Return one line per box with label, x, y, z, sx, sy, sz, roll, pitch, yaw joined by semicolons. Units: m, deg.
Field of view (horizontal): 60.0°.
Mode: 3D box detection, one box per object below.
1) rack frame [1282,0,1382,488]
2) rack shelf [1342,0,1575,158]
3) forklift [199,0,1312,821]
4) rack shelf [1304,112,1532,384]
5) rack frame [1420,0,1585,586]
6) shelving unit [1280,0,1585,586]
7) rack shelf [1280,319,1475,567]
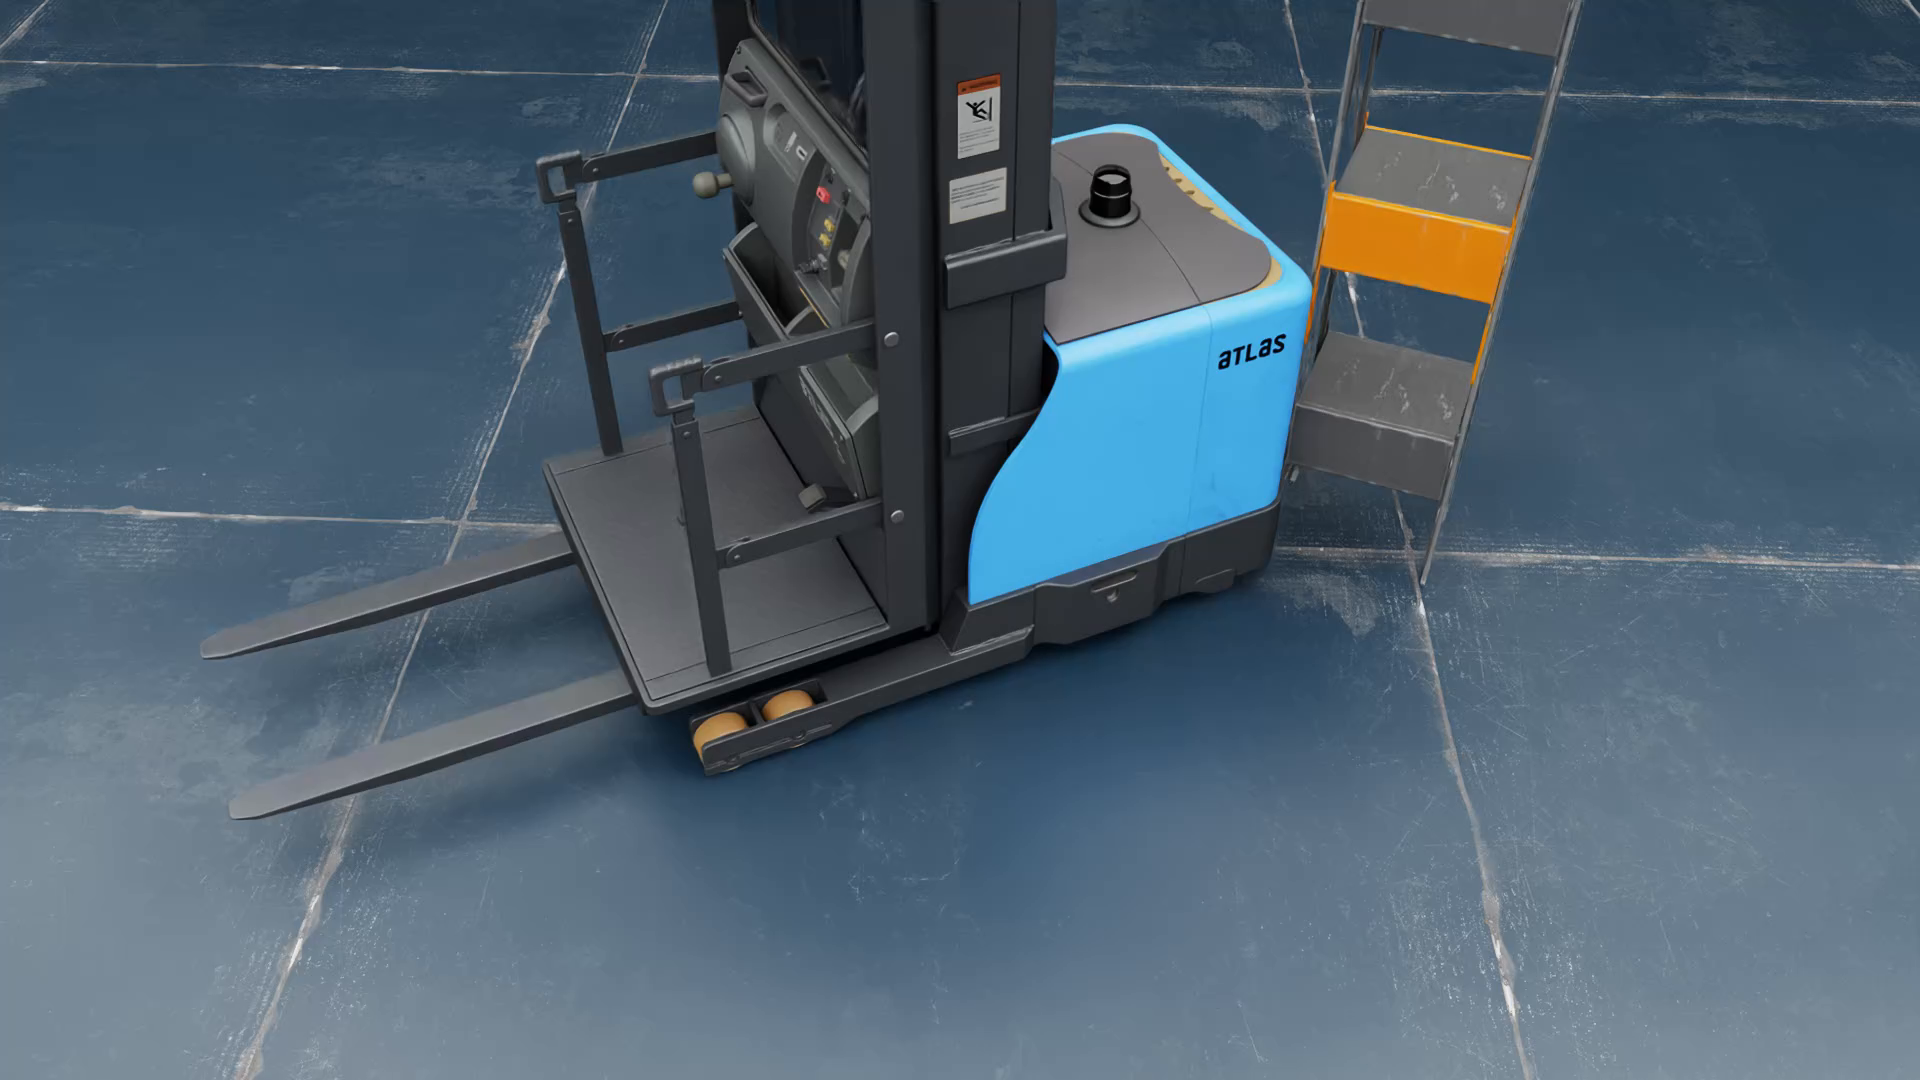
rack frame;1.046;-0.885;4.660;0.015;2.100;0.400;16;45;17
rack shelf;1.271;-1.323;4.122;0.480;0.518;0.431;16;45;17
forklift;-0.598;-0.850;4.012;3.031;2.935;1.130;-18;46;-18
rack shelf;1.271;-0.810;4.600;0.480;0.518;0.431;16;45;17
rack frame;1.496;-0.756;4.521;0.015;2.100;0.400;16;45;17
shelving unit;1.271;-0.820;4.590;0.503;2.100;0.431;16;45;17
rack shelf;1.271;-0.298;5.077;0.480;0.518;0.431;16;45;17
